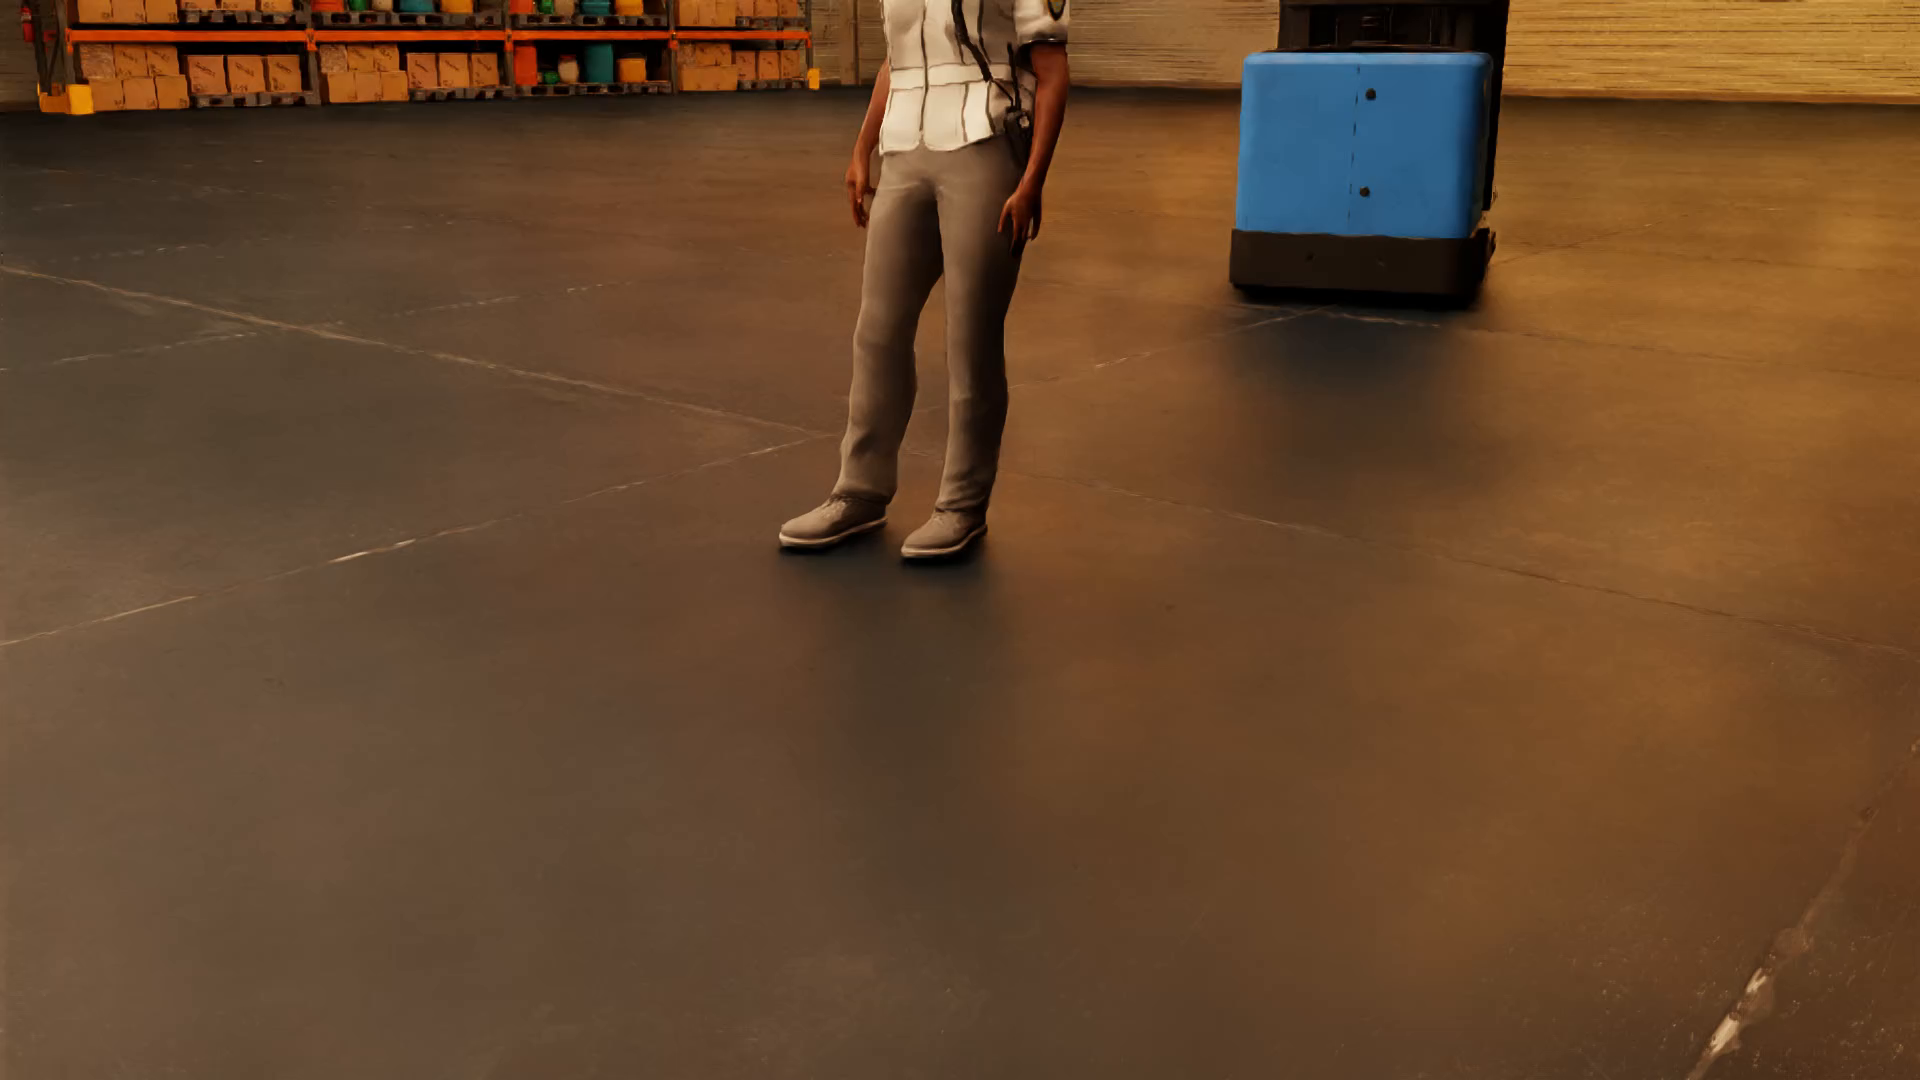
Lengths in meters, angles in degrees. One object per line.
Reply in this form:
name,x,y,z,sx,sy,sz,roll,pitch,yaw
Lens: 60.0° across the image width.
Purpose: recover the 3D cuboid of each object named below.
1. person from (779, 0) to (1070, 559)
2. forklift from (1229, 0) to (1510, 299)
person,-0.063,-0.804,3.650,0.570,1.693,0.529,13,21,37
forklift,2.196,-2.851,8.287,1.130,2.935,3.031,6,18,19
